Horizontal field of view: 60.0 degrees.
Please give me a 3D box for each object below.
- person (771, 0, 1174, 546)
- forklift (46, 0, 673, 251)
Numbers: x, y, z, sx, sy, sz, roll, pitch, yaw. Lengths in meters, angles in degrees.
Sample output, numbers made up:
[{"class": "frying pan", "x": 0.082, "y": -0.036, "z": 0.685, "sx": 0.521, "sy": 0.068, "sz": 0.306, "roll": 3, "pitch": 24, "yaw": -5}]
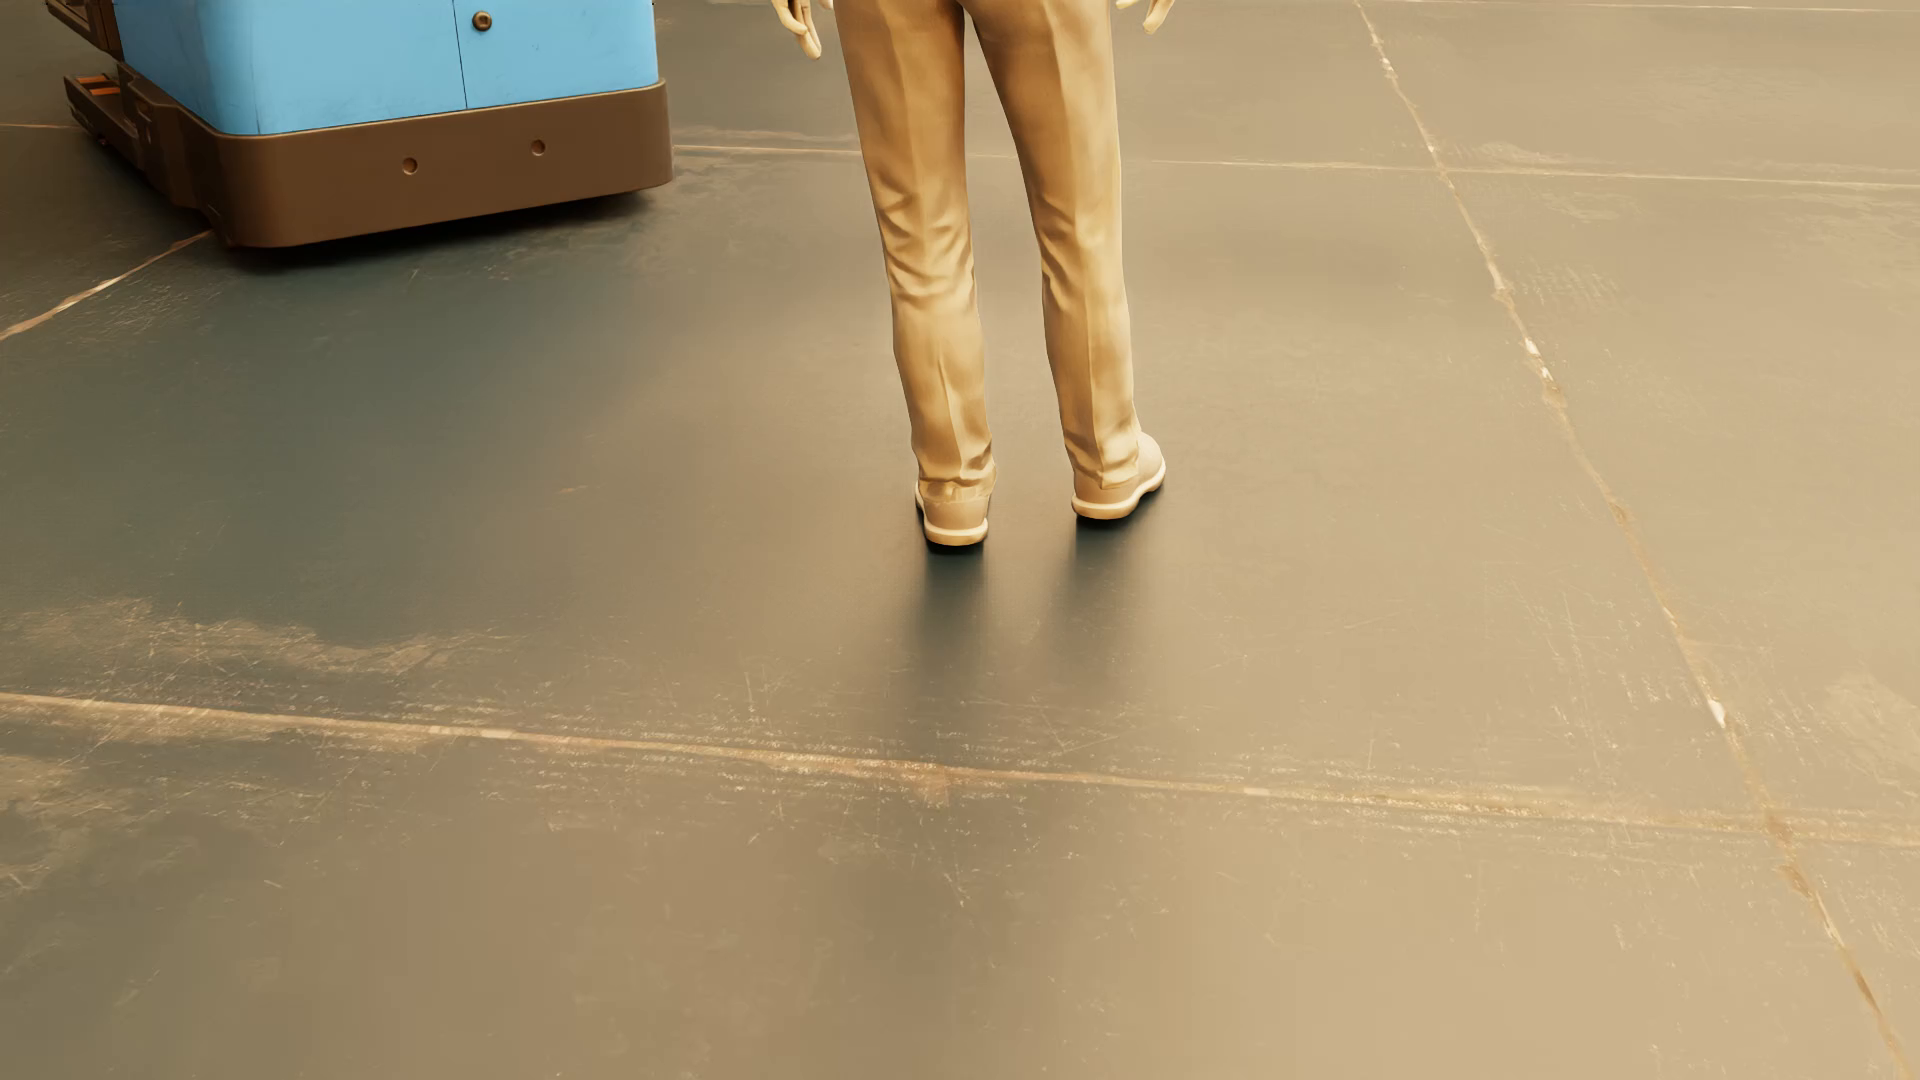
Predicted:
[{"class": "person", "x": 0.016, "y": -0.795, "z": 2.179, "sx": 0.586, "sy": 1.694, "sz": 0.530, "roll": 3, "pitch": 27, "yaw": 7}, {"class": "forklift", "x": -1.973, "y": -2.548, "z": 4.325, "sx": 1.130, "sy": 2.935, "sz": 3.031, "roll": -17, "pitch": 31, "yaw": -31}]
